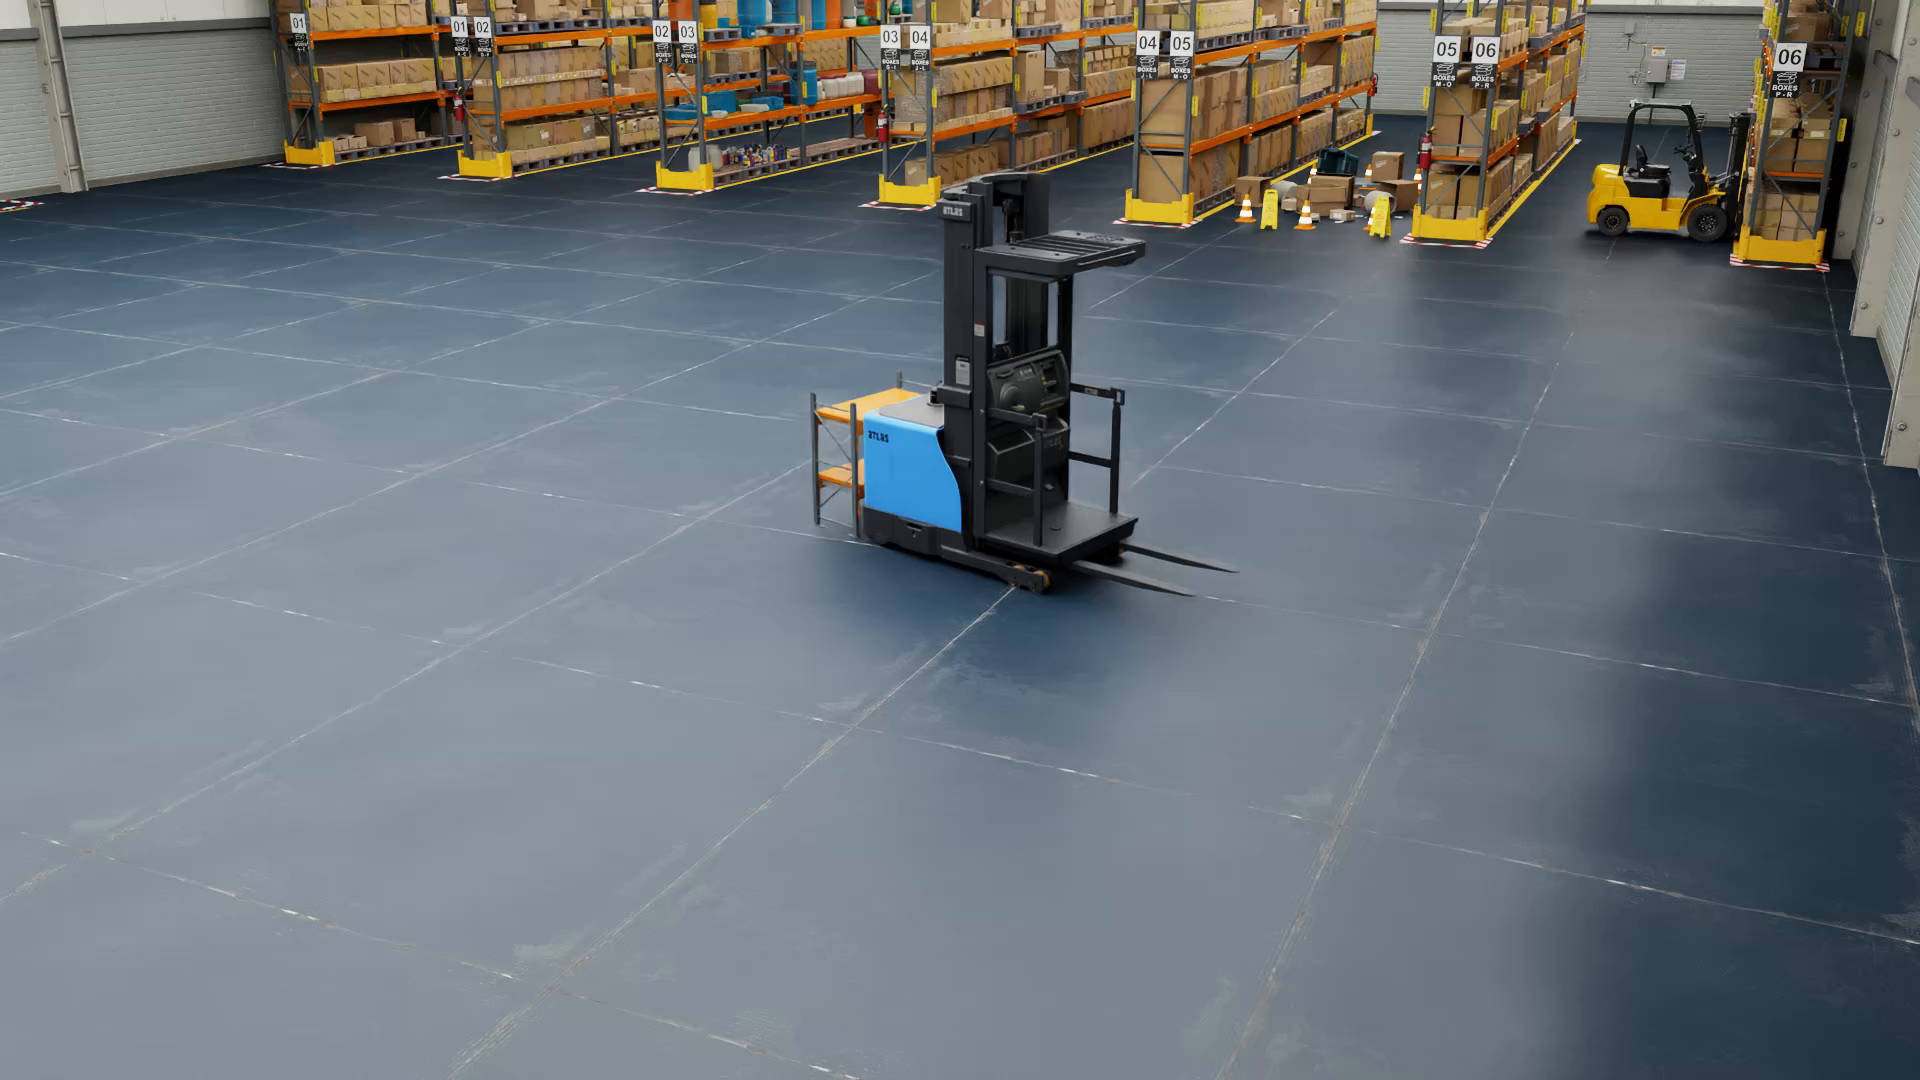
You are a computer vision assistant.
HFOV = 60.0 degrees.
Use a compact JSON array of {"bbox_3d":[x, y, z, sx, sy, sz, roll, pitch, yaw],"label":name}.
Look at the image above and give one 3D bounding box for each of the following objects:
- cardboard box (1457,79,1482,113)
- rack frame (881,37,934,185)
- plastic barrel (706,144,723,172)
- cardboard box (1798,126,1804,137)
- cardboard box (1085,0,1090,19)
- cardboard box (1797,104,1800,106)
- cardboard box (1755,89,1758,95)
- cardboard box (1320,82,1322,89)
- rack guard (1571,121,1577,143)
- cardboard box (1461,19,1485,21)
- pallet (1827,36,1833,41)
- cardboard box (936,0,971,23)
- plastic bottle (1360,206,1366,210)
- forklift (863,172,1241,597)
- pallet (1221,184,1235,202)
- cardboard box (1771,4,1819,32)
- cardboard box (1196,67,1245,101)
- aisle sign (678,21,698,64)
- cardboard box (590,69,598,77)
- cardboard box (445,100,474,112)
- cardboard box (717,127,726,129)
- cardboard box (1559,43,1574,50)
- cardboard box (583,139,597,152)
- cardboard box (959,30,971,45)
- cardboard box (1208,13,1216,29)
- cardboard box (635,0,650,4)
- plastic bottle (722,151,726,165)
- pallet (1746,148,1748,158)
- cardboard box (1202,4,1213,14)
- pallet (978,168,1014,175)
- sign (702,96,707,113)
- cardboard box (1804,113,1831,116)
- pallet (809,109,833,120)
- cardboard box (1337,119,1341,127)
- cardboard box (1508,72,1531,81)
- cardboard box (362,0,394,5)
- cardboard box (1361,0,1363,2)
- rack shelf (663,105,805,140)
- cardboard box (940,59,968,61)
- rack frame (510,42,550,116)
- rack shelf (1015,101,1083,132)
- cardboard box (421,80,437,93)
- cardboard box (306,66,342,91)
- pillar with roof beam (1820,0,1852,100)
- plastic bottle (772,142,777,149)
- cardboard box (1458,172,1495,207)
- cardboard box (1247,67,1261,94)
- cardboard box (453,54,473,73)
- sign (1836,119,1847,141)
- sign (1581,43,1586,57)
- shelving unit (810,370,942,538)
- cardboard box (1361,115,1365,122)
[{"bbox_3d":[8.293,-7.406,27.731,0.700,0.500,0.500,9,21,23],"label":"cardboard box"},{"bbox_3d":[-0.972,-7.767,30.833,1.000,3.000,0.127,9,21,23],"label":"rack frame"},{"bbox_3d":[-5.085,-7.838,34.117,0.421,0.512,0.421,0,20,0],"label":"plastic barrel"},{"bbox_3d":[13.018,-6.233,25.401,0.380,0.149,0.250,9,21,23],"label":"cardboard box"},{"bbox_3d":[2.488,-12.069,37.672,0.797,0.503,0.637,10,22,26],"label":"cardboard box"},{"bbox_3d":[14.838,-7.532,29.055,0.380,0.149,0.250,8,21,23],"label":"cardboard box"},{"bbox_3d":[16.375,-8.944,33.361,0.797,0.503,0.637,8,21,21],"label":"cardboard box"},{"bbox_3d":[8.023,-10.337,37.808,0.380,0.149,0.250,8,21,20],"label":"cardboard box"},{"bbox_3d":[14.631,-10.128,41.202,1.175,0.500,0.348,9,21,23],"label":"rack guard"},{"bbox_3d":[8.952,-9.010,29.035,0.380,0.149,0.250,8,21,22],"label":"cardboard box"},{"bbox_3d":[15.224,-8.936,29.923,1.003,0.211,1.213,10,22,25],"label":"pallet"},{"bbox_3d":[-0.117,-10.020,31.352,0.500,0.500,0.500,8,21,22],"label":"cardboard box"},{"bbox_3d":[7.468,-6.109,30.555,0.133,0.061,0.283,13,23,32],"label":"plastic bottle"},{"bbox_3d":[0.682,-1.185,12.428,3.031,2.935,1.130,15,25,37],"label":"forklift"},{"bbox_3d":[4.767,-6.743,32.115,1.003,0.211,1.213,9,21,23],"label":"pallet"},{"bbox_3d":[15.241,-9.523,30.367,0.700,0.500,0.500,8,21,22],"label":"cardboard box"},{"bbox_3d":[4.848,-8.566,31.243,0.875,0.550,0.550,9,21,23],"label":"cardboard box"},{"bbox_3d":[-5.252,-9.610,32.134,0.394,0.787,0.004,9,21,23],"label":"aisle sign"},{"bbox_3d":[-8.389,-10.516,37.443,0.380,0.149,0.250,8,21,22],"label":"cardboard box"},{"bbox_3d":[-12.427,-10.774,41.243,0.500,0.250,0.500,8,21,22],"label":"cardboard box"},{"bbox_3d":[-6.285,-10.703,42.161,0.500,0.500,0.500,10,22,25],"label":"cardboard box"},{"bbox_3d":[13.990,-11.424,38.505,0.380,0.149,0.250,9,21,23],"label":"cardboard box"},{"bbox_3d":[-8.574,-8.930,37.578,0.500,0.250,0.500,9,21,23],"label":"cardboard box"},{"bbox_3d":[-0.126,-9.531,31.540,0.500,0.250,0.500,8,21,22],"label":"cardboard box"},{"bbox_3d":[4.151,-9.051,28.971,0.500,0.250,0.500,8,21,22],"label":"cardboard box"},{"bbox_3d":[-9.091,-15.237,46.809,0.500,0.250,0.500,8,21,23],"label":"cardboard box"},{"bbox_3d":[-5.010,-8.066,35.081,0.152,0.276,0.135,9,21,23],"label":"plastic bottle"},{"bbox_3d":[18.294,-8.666,37.522,1.003,0.211,1.213,9,21,23],"label":"pallet"},{"bbox_3d":[4.147,-9.185,28.751,0.380,0.149,0.250,8,21,22],"label":"cardboard box"},{"bbox_3d":[0.424,-7.466,34.148,1.003,0.211,1.213,9,21,23],"label":"pallet"},{"bbox_3d":[-4.990,-8.501,32.482,0.100,0.325,0.005,9,21,23],"label":"sign"},{"bbox_3d":[13.280,-6.526,25.780,0.380,0.149,0.250,9,21,23],"label":"cardboard box"},{"bbox_3d":[-4.314,-12.066,47.083,1.003,0.211,1.213,9,21,23],"label":"pallet"},{"bbox_3d":[8.923,-10.012,39.885,0.380,0.149,0.250,10,22,25],"label":"cardboard box"},{"bbox_3d":[10.574,-8.763,31.444,0.380,0.149,0.250,10,22,26],"label":"cardboard box"},{"bbox_3d":[-13.268,-12.450,37.851,0.500,0.500,0.500,8,21,21],"label":"cardboard box"},{"bbox_3d":[9.546,-13.104,40.244,0.380,0.149,0.250,8,21,21],"label":"cardboard box"},{"bbox_3d":[-4.671,-8.719,34.584,1.077,0.370,4.000,9,21,23],"label":"rack shelf"},{"bbox_3d":[-0.158,-9.240,32.889,0.500,0.500,0.500,9,21,23],"label":"cardboard box"},{"bbox_3d":[-11.253,-12.252,43.443,1.000,3.000,0.127,9,21,23],"label":"rack frame"},{"bbox_3d":[1.485,-9.263,36.111,1.077,0.370,4.000,9,21,23],"label":"rack shelf"},{"bbox_3d":[-12.808,-10.782,39.503,0.500,0.250,0.500,9,21,23],"label":"cardboard box"},{"bbox_3d":[-14.059,-10.203,36.757,0.500,0.500,0.500,9,21,23],"label":"cardboard box"},{"bbox_3d":[14.693,-12.902,36.319,9.100,9.000,0.400,9,21,23],"label":"pillar with roof beam"},{"bbox_3d":[-3.985,-8.412,35.943,0.144,0.351,0.185,9,21,23],"label":"plastic bottle"},{"bbox_3d":[8.661,-5.879,27.882,0.500,0.500,0.500,8,21,21],"label":"cardboard box"},{"bbox_3d":[5.557,-9.107,32.959,0.700,0.500,0.500,8,21,22],"label":"cardboard box"},{"bbox_3d":[-12.175,-11.810,41.394,0.700,0.500,0.500,12,23,30],"label":"cardboard box"},{"bbox_3d":[13.103,-6.095,24.720,0.100,0.325,0.005,9,21,23],"label":"sign"},{"bbox_3d":[15.111,-11.877,40.308,0.100,0.325,0.005,9,21,23],"label":"sign"},{"bbox_3d":[-0.681,-0.732,13.848,0.538,1.125,1.048,16,25,38],"label":"shelving unit"},{"bbox_3d":[10.108,-10.741,42.380,0.380,0.149,0.250,8,21,21],"label":"cardboard box"}]
